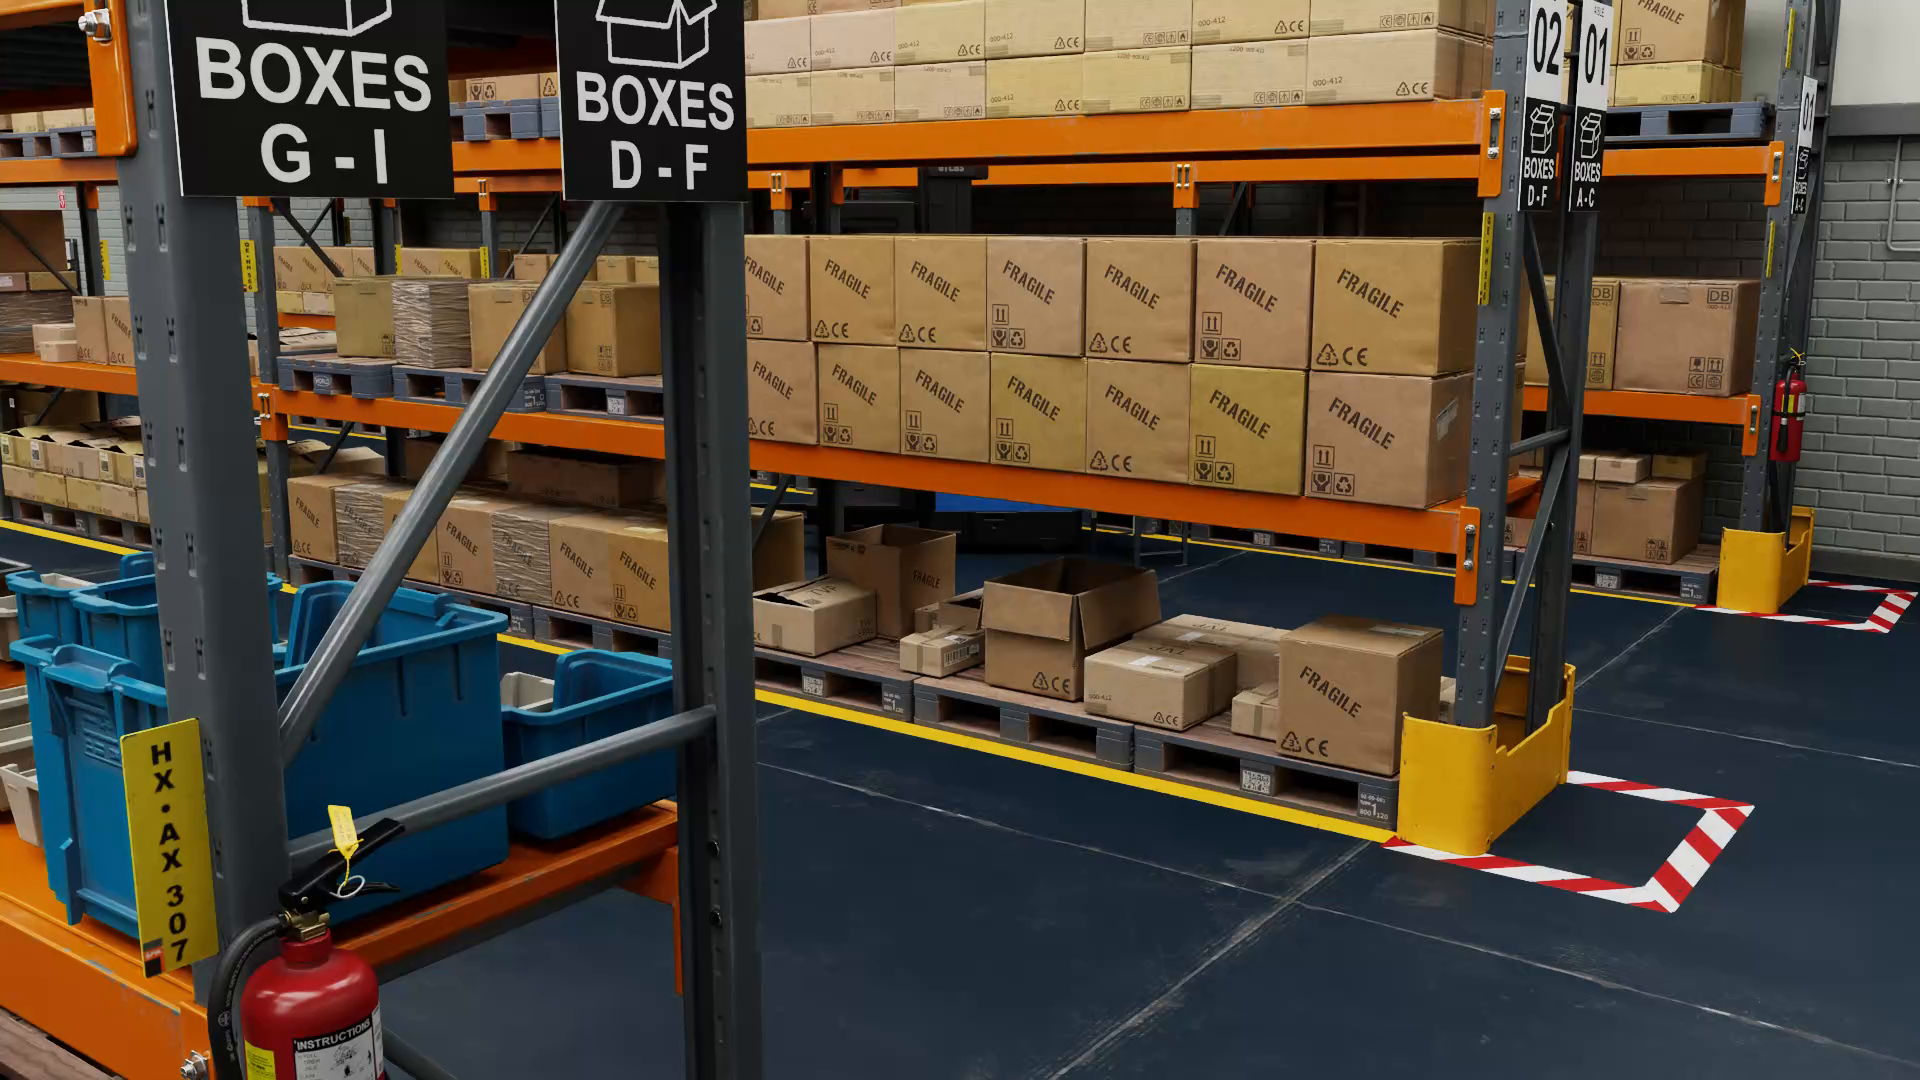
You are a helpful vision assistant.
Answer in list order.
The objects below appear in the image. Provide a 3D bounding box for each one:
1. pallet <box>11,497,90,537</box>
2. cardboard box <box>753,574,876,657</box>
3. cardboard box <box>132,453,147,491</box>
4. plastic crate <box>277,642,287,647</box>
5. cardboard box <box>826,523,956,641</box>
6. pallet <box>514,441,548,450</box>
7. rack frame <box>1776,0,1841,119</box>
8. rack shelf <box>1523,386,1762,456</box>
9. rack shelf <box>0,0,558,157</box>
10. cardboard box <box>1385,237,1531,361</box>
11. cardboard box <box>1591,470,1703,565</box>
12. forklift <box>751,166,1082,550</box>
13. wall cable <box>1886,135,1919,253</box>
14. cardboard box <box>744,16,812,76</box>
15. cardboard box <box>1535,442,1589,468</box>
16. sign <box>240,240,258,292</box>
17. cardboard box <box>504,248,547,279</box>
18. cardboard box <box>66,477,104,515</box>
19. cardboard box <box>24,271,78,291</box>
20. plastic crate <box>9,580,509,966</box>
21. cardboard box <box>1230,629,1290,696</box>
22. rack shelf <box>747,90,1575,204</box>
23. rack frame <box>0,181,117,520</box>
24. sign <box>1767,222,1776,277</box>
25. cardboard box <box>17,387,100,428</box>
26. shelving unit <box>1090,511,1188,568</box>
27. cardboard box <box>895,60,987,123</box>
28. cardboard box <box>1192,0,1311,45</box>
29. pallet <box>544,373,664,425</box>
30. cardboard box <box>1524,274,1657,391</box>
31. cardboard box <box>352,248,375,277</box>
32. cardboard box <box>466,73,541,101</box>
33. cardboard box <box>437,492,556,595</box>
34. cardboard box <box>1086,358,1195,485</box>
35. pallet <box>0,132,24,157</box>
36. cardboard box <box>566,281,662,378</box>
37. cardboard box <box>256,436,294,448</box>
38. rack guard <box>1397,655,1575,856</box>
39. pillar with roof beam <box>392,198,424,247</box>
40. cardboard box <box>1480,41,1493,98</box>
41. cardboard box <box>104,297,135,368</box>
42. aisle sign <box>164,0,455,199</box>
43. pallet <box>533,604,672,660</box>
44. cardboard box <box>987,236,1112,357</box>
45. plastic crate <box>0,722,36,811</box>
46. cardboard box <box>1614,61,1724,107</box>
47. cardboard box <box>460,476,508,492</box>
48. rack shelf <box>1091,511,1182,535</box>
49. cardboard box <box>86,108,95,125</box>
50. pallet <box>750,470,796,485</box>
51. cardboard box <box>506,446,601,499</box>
[{"bbox_3d":[-6.826,-0.269,13.365,1.213,0.211,1.003,8,13,36],"label":"pallet"},{"bbox_3d":[-0.785,0.369,8.647,0.500,0.311,0.500,8,13,36],"label":"cardboard box"},{"bbox_3d":[-5.615,-0.533,12.043,0.500,0.311,0.500,8,13,35],"label":"cardboard box"},{"bbox_3d":[-1.466,0.289,3.676,0.298,0.136,0.250,8,13,36],"label":"plastic crate"},{"bbox_3d":[-0.368,0.216,8.938,0.500,0.500,0.500,8,13,36],"label":"cardboard box"},{"bbox_3d":[-3.885,-1.018,17.233,1.213,0.211,1.003,8,13,36],"label":"pallet"},{"bbox_3d":[5.158,-4.070,9.876,0.127,3.000,1.000,8,13,36],"label":"rack frame"},{"bbox_3d":[3.546,-0.996,11.677,4.000,0.370,1.077,8,13,36],"label":"rack shelf"},{"bbox_3d":[-2.318,-0.952,3.552,4.000,0.370,1.077,8,13,36],"label":"rack shelf"},{"bbox_3d":[2.028,-0.996,6.886,0.500,0.500,0.500,8,14,37],"label":"cardboard box"},{"bbox_3d":[4.535,-0.167,10.971,0.500,0.500,0.700,8,13,36],"label":"cardboard box"},{"bbox_3d":[-0.625,-1.440,12.258,3.031,2.935,1.130,0,11,1],"label":"forklift"},{"bbox_3d":[6.750,-1.624,10.354,1.851,1.984,0.084,8,13,36],"label":"wall cable"},{"bbox_3d":[-0.750,-2.367,8.051,0.500,0.250,0.500,8,13,36],"label":"cardboard box"},{"bbox_3d":[4.144,-0.587,11.435,0.250,0.149,0.380,8,14,36],"label":"cardboard box"},{"bbox_3d":[-4.545,-1.748,10.622,0.005,0.325,0.100,8,13,36],"label":"sign"},{"bbox_3d":[-4.769,-2.863,17.799,0.500,0.500,0.500,8,13,34],"label":"cardboard box"},{"bbox_3d":[-6.434,-0.373,12.692,0.500,0.250,0.500,7,13,34],"label":"cardboard box"},{"bbox_3d":[-7.545,-2.143,13.736,0.250,0.149,0.380,8,13,35],"label":"cardboard box"},{"bbox_3d":[-1.086,0.336,2.644,0.499,0.435,0.616,8,13,36],"label":"plastic crate"},{"bbox_3d":[1.556,0.607,7.575,0.500,0.250,0.500,8,13,36],"label":"cardboard box"},{"bbox_3d":[0.617,-1.710,7.470,4.000,0.370,1.077,8,13,36],"label":"rack shelf"},{"bbox_3d":[-7.443,-1.715,13.498,0.127,3.000,1.000,8,13,36],"label":"rack frame"},{"bbox_3d":[4.826,-1.728,9.892,0.005,0.325,0.100,8,13,36],"label":"sign"},{"bbox_3d":[-7.631,-1.040,14.165,0.500,0.500,0.500,8,13,36],"label":"cardboard box"},{"bbox_3d":[1.268,-0.610,11.736,0.431,1.500,0.755,-4,12,-19],"label":"shelving unit"},{"bbox_3d":[0.053,-2.009,7.514,0.500,0.250,0.500,8,13,36],"label":"cardboard box"},{"bbox_3d":[1.261,-2.085,6.593,0.500,0.250,0.500,8,13,36],"label":"cardboard box"},{"bbox_3d":[-1.574,-0.828,9.418,1.213,0.211,1.003,8,13,36],"label":"pallet"},{"bbox_3d":[4.148,-1.408,11.120,0.700,0.700,0.980,8,13,35],"label":"cardboard box"},{"bbox_3d":[-6.303,-2.956,18.279,0.500,0.500,0.500,8,14,37],"label":"cardboard box"},{"bbox_3d":[-2.434,-2.810,9.629,0.600,0.600,0.600,7,13,33],"label":"cardboard box"},{"bbox_3d":[-2.771,0.014,9.984,0.500,0.500,0.500,7,13,34],"label":"cardboard box"},{"bbox_3d":[0.888,-0.538,7.152,0.500,0.500,0.500,8,14,36],"label":"cardboard box"},{"bbox_3d":[-8.146,-3.236,13.696,1.213,0.211,1.003,8,13,36],"label":"pallet"},{"bbox_3d":[-1.836,-1.226,9.601,0.700,0.500,0.500,-11,15,-44],"label":"cardboard box"},{"bbox_3d":[-5.305,-0.616,12.475,0.500,0.311,0.500,7,13,34],"label":"cardboard box"},{"bbox_3d":[2.168,0.853,6.806,0.348,0.500,1.175,8,13,36],"label":"rack guard"},{"bbox_3d":[-9.210,-5.264,16.046,0.400,9.000,9.100,8,13,36],"label":"pillar with roof beam"},{"bbox_3d":[1.966,-1.862,6.753,0.500,0.250,0.500,8,13,36],"label":"cardboard box"},{"bbox_3d":[-6.005,-1.560,12.432,0.500,0.500,0.500,8,14,36],"label":"cardboard box"},{"bbox_3d":[-0.821,-0.831,2.086,0.004,0.787,0.394,8,13,36],"label":"aisle sign"},{"bbox_3d":[-1.673,0.468,9.556,1.213,0.211,1.003,8,13,36],"label":"pallet"},{"bbox_3d":[0.465,-1.086,7.350,0.500,0.500,0.500,8,14,37],"label":"cardboard box"},{"bbox_3d":[-1.695,0.393,3.136,0.243,0.136,0.396,8,13,36],"label":"plastic crate"},{"bbox_3d":[4.411,-2.821,10.342,0.500,0.250,0.500,8,14,37],"label":"cardboard box"},{"bbox_3d":[-2.909,-0.127,10.710,0.500,0.500,0.500,7,13,34],"label":"cardboard box"},{"bbox_3d":[1.268,-0.290,11.798,0.431,0.370,0.720,-4,12,-19],"label":"rack shelf"},{"bbox_3d":[-5.938,-3.096,12.028,0.500,0.250,0.500,7,13,31],"label":"cardboard box"},{"bbox_3d":[-1.919,-0.743,15.816,1.213,0.211,1.003,8,13,36],"label":"pallet"},{"bbox_3d":[-2.451,-0.433,10.319,0.500,0.250,0.500,8,13,34],"label":"cardboard box"}]
